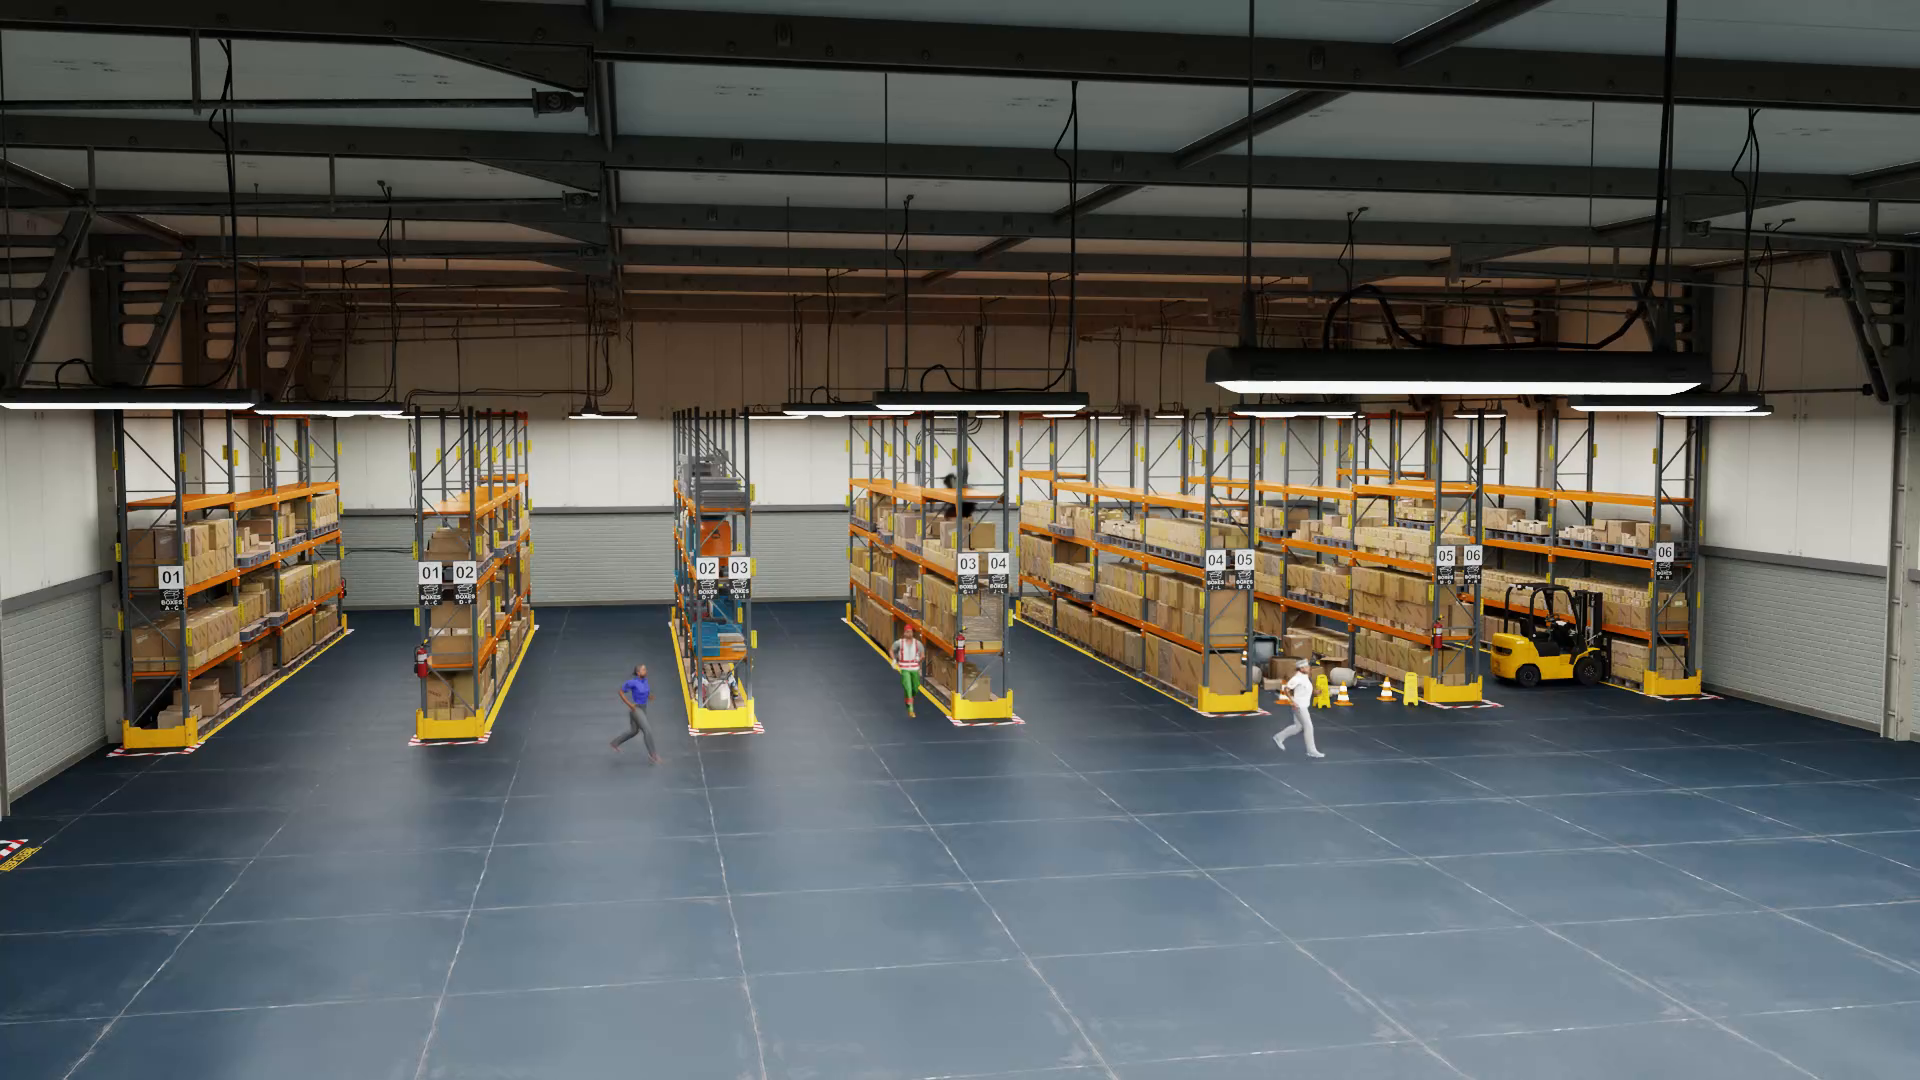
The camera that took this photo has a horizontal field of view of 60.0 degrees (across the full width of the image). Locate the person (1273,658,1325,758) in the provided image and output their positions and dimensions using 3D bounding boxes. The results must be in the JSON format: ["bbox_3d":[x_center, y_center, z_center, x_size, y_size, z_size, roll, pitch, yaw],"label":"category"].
[{"bbox_3d":[5.777,2.848,28.368,0.911,1.666,0.576,2,4,24],"label":"person"}]

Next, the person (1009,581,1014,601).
[{"bbox_3d":[1.191,1.695,45.142,0.548,1.702,0.688,-1,4,-8],"label":"person"}]

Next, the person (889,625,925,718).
[{"bbox_3d":[-1.002,2.529,32.351,0.682,1.764,0.909,-1,4,-13],"label":"person"}]

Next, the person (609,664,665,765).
[{"bbox_3d":[-5.431,2.920,27.997,1.026,1.689,0.543,1,4,11],"label":"person"}]
